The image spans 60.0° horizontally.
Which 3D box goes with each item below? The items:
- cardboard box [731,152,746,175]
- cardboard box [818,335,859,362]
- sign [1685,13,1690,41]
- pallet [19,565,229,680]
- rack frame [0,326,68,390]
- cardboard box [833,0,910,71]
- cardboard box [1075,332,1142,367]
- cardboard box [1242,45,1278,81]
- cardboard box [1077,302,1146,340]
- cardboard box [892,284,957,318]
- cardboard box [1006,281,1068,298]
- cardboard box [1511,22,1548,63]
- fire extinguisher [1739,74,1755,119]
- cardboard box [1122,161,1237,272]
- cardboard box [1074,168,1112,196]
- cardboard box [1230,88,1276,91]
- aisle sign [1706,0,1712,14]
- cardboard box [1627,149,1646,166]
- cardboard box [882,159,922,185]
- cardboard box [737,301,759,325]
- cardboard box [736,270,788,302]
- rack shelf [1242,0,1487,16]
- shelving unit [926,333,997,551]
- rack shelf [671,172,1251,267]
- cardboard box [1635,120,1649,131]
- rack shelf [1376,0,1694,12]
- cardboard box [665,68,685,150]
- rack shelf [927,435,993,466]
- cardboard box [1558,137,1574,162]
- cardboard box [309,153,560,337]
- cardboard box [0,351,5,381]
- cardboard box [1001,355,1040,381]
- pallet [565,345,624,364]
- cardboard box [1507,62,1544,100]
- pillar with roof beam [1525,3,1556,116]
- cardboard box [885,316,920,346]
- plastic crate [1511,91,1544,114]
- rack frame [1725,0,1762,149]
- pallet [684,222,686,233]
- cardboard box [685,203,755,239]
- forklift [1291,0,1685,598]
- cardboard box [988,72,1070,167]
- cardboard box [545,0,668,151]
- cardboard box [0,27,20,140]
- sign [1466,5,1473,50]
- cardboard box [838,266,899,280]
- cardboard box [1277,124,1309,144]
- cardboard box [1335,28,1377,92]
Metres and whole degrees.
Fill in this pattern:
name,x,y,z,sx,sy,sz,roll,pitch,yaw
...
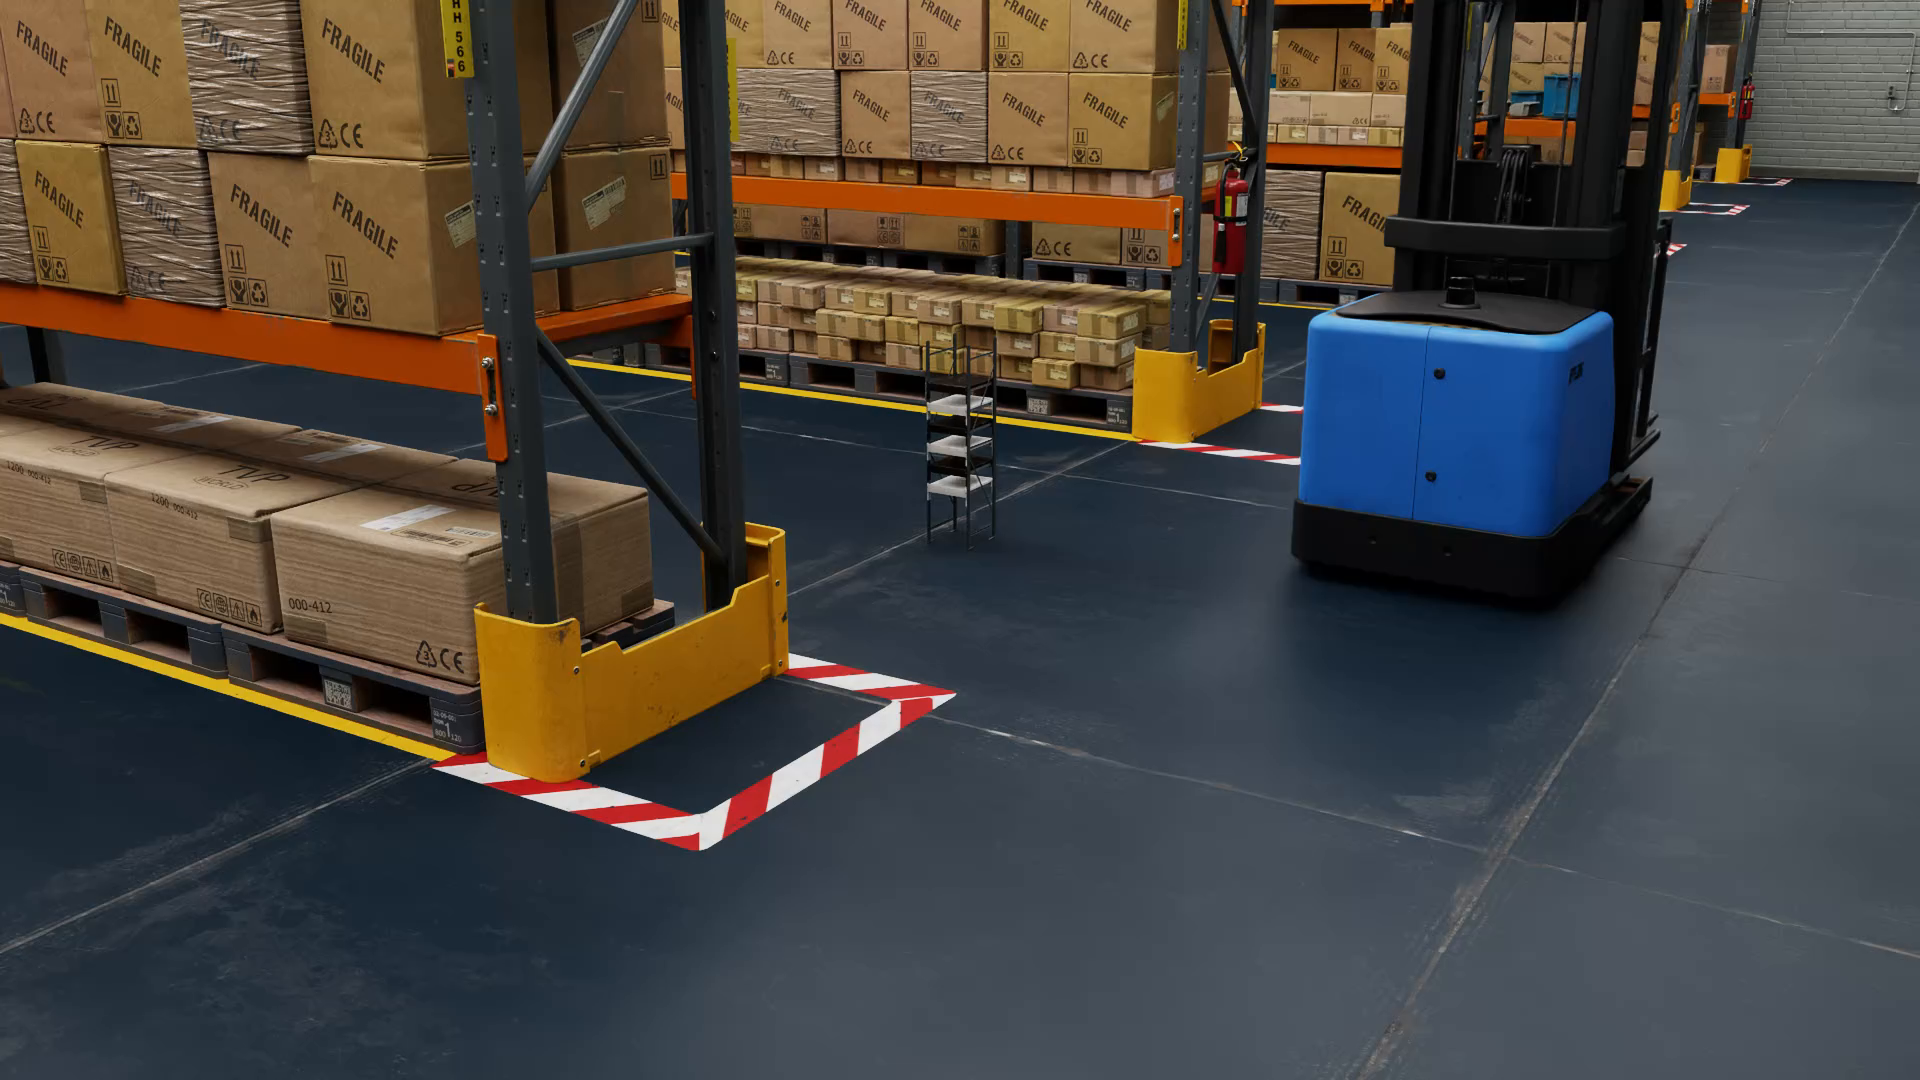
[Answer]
name,x,y,z,sx,sy,sz,roll,pitch,yaw
cardboard box,-1.373,-2.430,10.652,0.250,0.149,0.380,9,19,28
cardboard box,-0.688,-1.237,10.476,0.250,0.149,0.380,10,19,29
sign,9.014,-6.351,20.592,0.005,0.325,0.100,10,20,30
pallet,-2.811,0.173,6.447,1.213,0.211,1.003,10,20,30
rack frame,-4.461,-1.481,7.097,0.127,3.000,1.000,10,20,30
cardboard box,-0.401,-3.024,9.773,0.500,0.500,0.500,9,19,28
cardboard box,0.852,-1.103,9.522,0.250,0.149,0.380,10,19,29
cardboard box,4.375,-6.891,24.011,0.500,0.500,0.700,5,18,16
cardboard box,0.868,-1.253,9.506,0.250,0.149,0.380,10,20,31
cardboard box,-0.215,-1.464,10.197,0.250,0.149,0.380,9,19,28
cardboard box,0.483,-1.499,10.314,0.250,0.149,0.380,9,19,27
cardboard box,7.485,-6.538,21.853,0.500,0.500,0.500,11,20,32
fire extinguisher,11.797,-6.655,24.903,0.183,0.674,0.296,10,20,30
cardboard box,2.012,-2.863,14.578,0.875,0.875,0.875,10,20,30
cardboard box,0.834,-2.021,9.305,0.250,0.149,0.380,10,20,30
cardboard box,2.546,-3.770,14.379,0.500,0.250,0.500,10,19,29
aisle sign,9.533,-7.086,21.076,0.004,0.787,0.394,10,20,30
cardboard box,8.729,-4.816,21.620,0.500,0.500,0.500,10,20,30
cardboard box,-0.260,-2.228,9.986,0.250,0.149,0.380,11,20,31
cardboard box,-1.326,-1.523,10.905,0.250,0.149,0.380,10,20,30
cardboard box,-1.327,-1.658,10.836,0.250,0.149,0.380,10,19,29
rack shelf,6.798,-9.011,27.963,4.000,0.370,1.077,10,20,30
shelving unit,0.007,-0.429,7.246,0.210,0.900,0.258,10,20,30
rack shelf,-0.253,-2.074,10.286,4.000,0.370,1.077,10,20,30
cardboard box,10.828,-6.550,26.246,0.250,0.149,0.380,10,20,31
rack shelf,7.617,-7.175,21.919,4.000,0.370,1.077,10,20,30
cardboard box,-1.667,-2.775,10.672,0.500,0.500,0.500,10,19,29
rack shelf,0.007,-0.397,7.256,0.200,0.077,0.258,10,20,30
cardboard box,9.948,-6.326,26.624,0.500,0.500,0.700,11,20,31
cardboard box,-1.602,-0.929,5.105,0.500,0.500,0.500,10,20,30
cardboard box,-5.032,-0.740,7.590,0.875,0.875,0.875,11,20,32
cardboard box,0.442,-1.055,9.876,0.250,0.149,0.380,10,20,30
pallet,-2.621,-1.506,11.977,1.213,0.211,1.003,10,20,30
cardboard box,7.501,-6.061,22.000,0.500,0.500,0.500,10,19,29
pillar with roof beam,7.298,-9.528,23.265,0.400,9.000,9.100,10,20,30
cardboard box,-0.248,-1.301,10.173,0.250,0.149,0.380,11,20,33
plastic crate,6.126,-4.722,17.949,0.300,0.233,0.416,10,20,30
rack frame,11.910,-7.008,25.290,0.127,3.000,1.000,10,20,30
pallet,-3.349,-3.329,17.978,1.213,0.211,1.003,10,20,30
cardboard box,-2.106,-3.618,17.065,0.875,0.875,1.225,9,19,28
forklift,2.605,-1.552,7.446,1.130,2.935,3.031,11,20,31
cardboard box,0.498,-2.389,9.400,0.500,0.500,0.500,10,19,29
cardboard box,-1.313,-1.543,5.407,0.500,0.500,0.500,10,19,29
cardboard box,-3.325,-1.716,5.977,0.500,0.500,0.500,11,20,31
sign,3.838,-3.862,12.536,0.005,0.325,0.100,10,20,30
cardboard box,-0.604,-1.712,11.016,0.250,0.149,0.380,9,19,27
cardboard box,2.787,-3.335,13.630,0.250,0.149,0.380,10,19,29
cardboard box,3.440,-3.973,13.754,0.500,0.500,0.500,10,19,29
